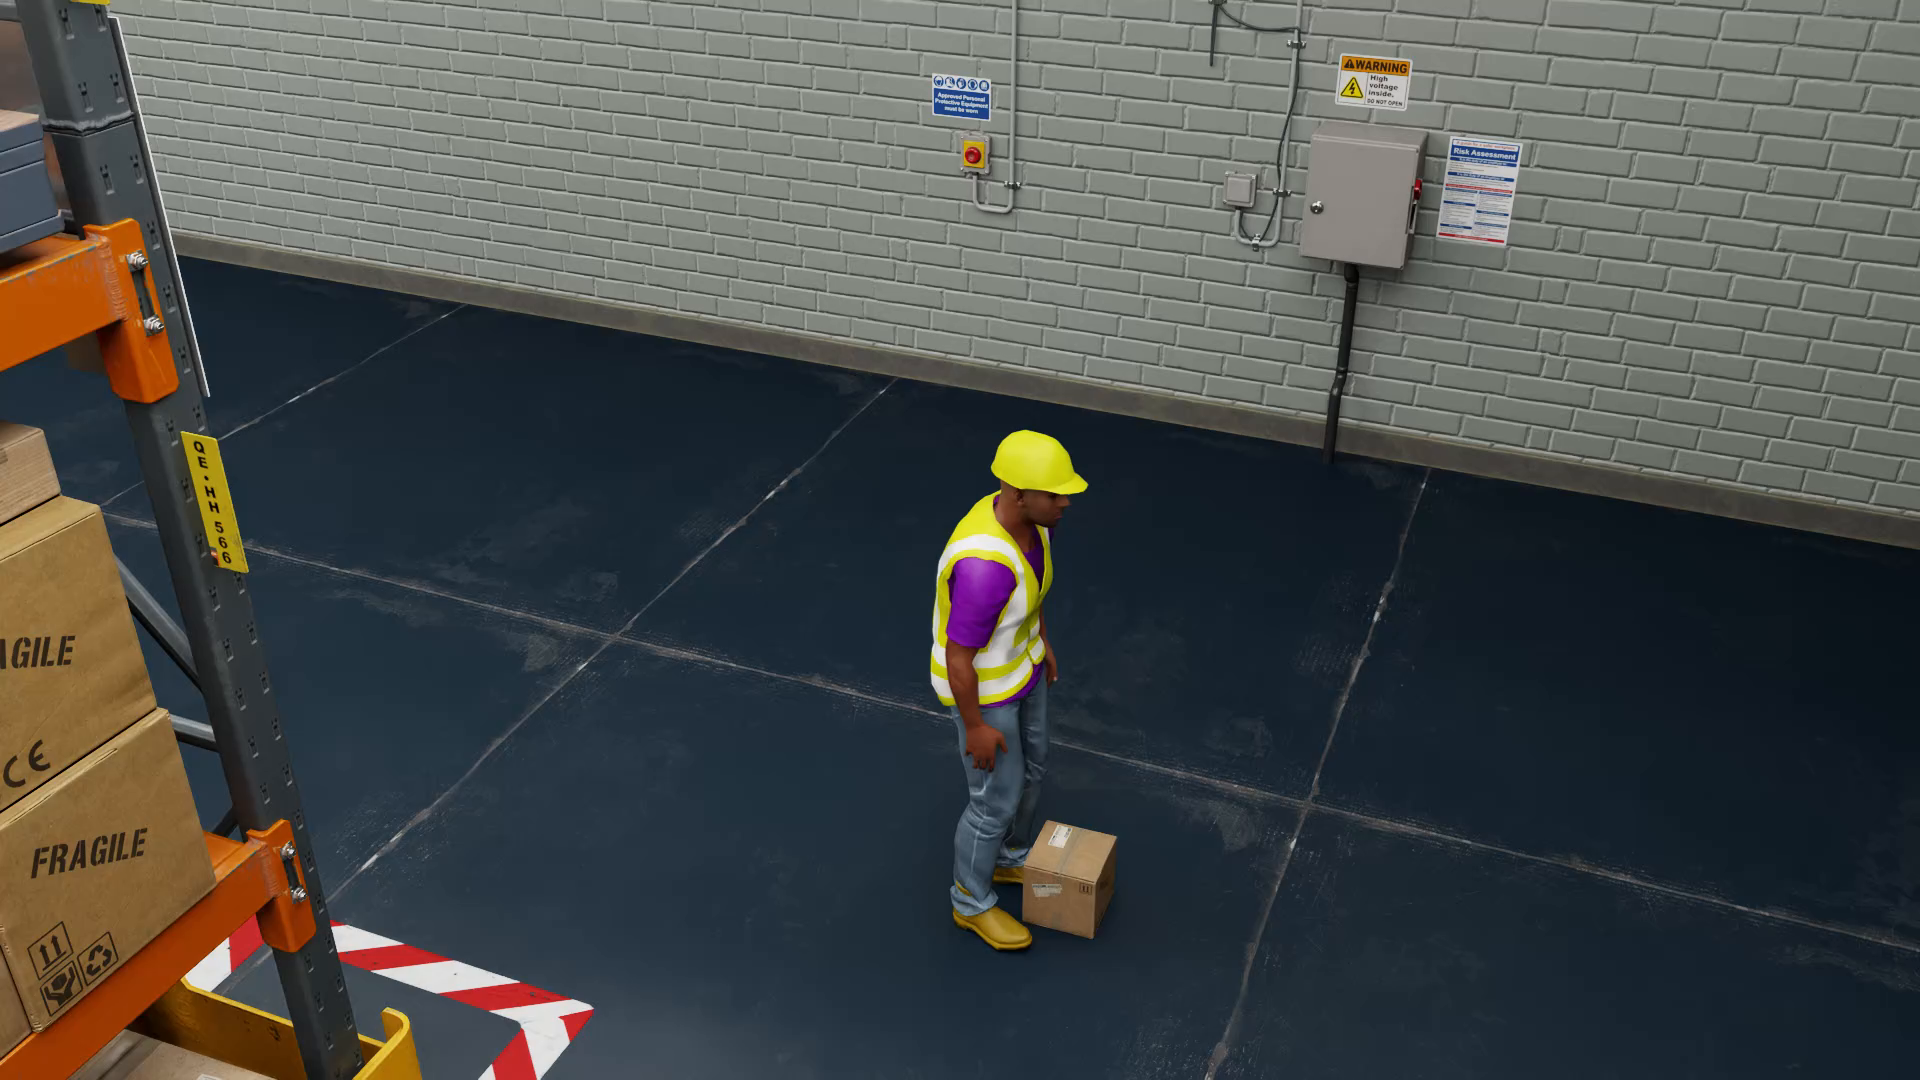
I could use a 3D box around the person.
[{"bbox_3d":[0.150,0.453,5.306,0.458,1.761,0.628,11,31,19],"label":"person"}]
